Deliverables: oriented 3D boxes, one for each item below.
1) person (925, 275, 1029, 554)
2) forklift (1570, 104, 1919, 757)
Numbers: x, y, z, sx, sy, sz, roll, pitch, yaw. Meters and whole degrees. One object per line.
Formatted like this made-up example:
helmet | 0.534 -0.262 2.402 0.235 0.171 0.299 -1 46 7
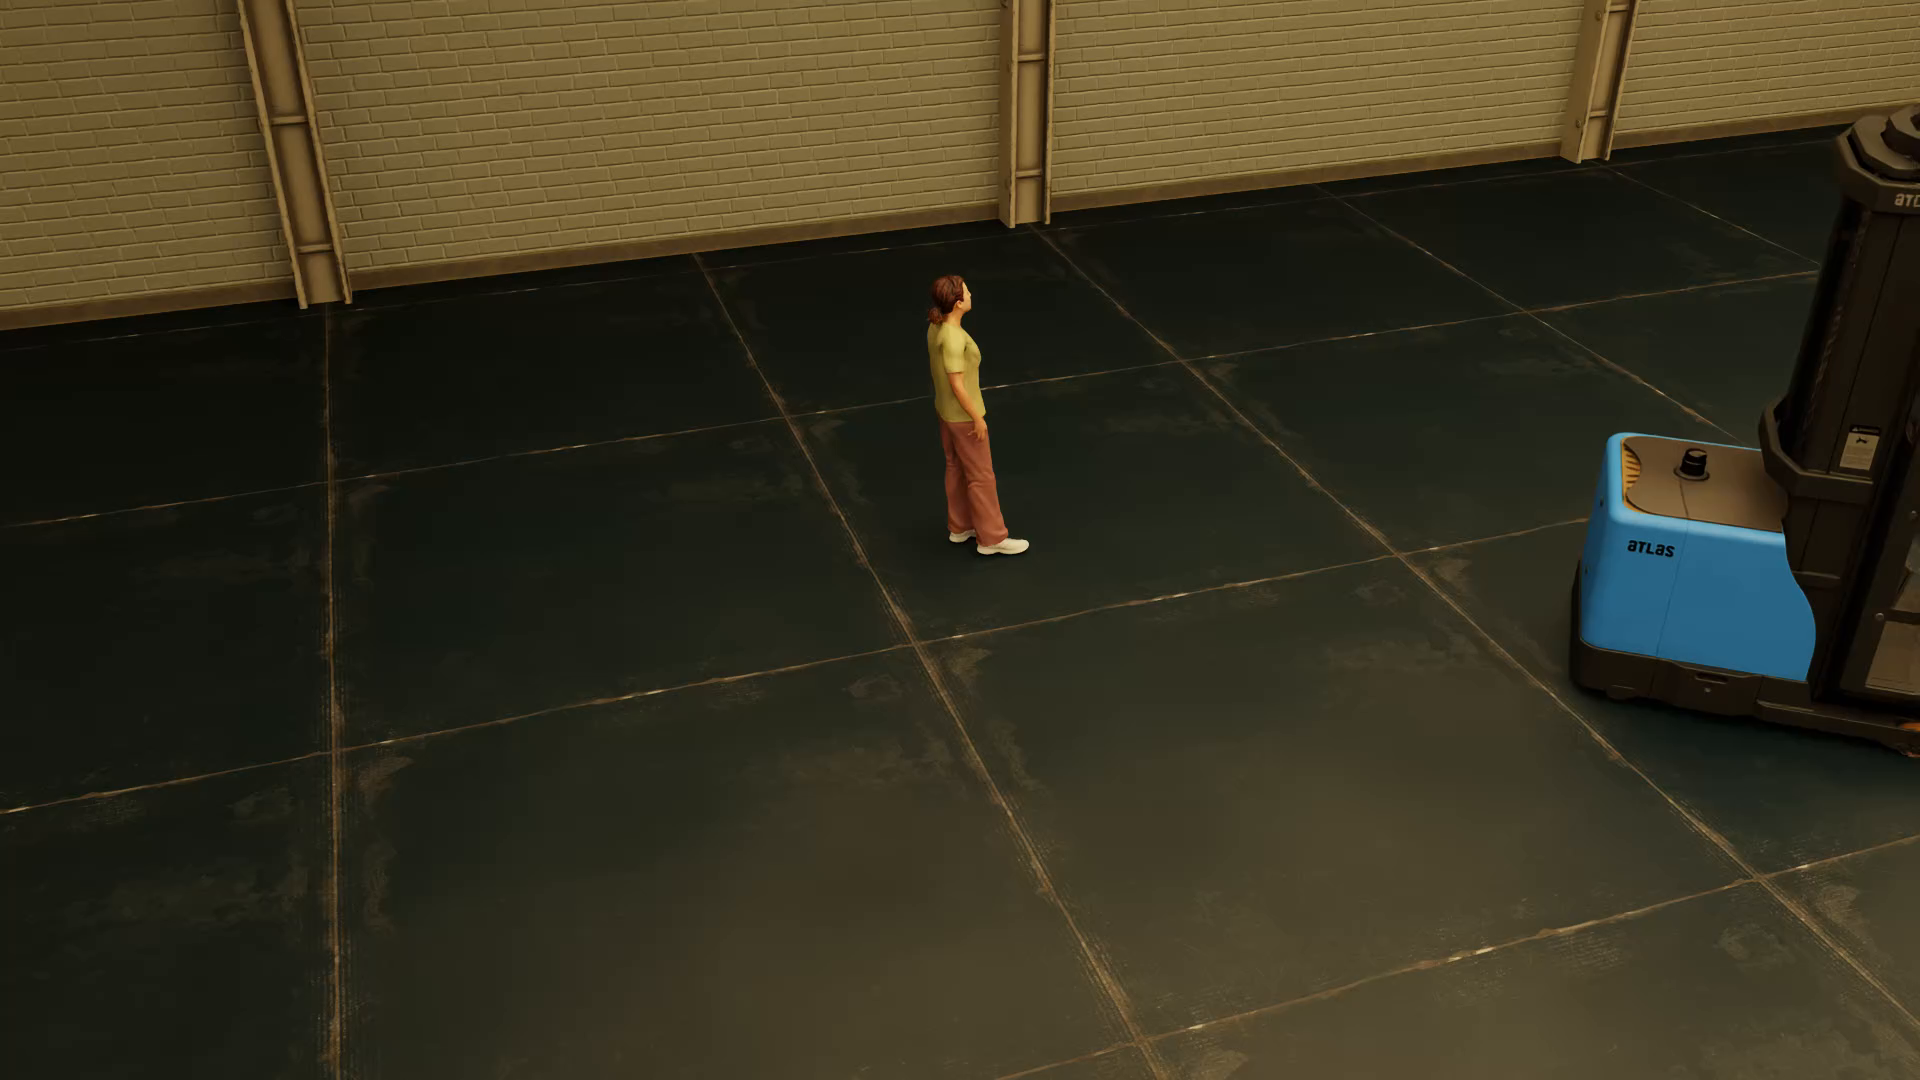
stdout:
person | 0.074 -0.739 9.615 0.548 1.673 0.553 -10 31 -16
forklift | 4.751 -0.473 7.910 3.031 2.935 1.130 9 31 16
